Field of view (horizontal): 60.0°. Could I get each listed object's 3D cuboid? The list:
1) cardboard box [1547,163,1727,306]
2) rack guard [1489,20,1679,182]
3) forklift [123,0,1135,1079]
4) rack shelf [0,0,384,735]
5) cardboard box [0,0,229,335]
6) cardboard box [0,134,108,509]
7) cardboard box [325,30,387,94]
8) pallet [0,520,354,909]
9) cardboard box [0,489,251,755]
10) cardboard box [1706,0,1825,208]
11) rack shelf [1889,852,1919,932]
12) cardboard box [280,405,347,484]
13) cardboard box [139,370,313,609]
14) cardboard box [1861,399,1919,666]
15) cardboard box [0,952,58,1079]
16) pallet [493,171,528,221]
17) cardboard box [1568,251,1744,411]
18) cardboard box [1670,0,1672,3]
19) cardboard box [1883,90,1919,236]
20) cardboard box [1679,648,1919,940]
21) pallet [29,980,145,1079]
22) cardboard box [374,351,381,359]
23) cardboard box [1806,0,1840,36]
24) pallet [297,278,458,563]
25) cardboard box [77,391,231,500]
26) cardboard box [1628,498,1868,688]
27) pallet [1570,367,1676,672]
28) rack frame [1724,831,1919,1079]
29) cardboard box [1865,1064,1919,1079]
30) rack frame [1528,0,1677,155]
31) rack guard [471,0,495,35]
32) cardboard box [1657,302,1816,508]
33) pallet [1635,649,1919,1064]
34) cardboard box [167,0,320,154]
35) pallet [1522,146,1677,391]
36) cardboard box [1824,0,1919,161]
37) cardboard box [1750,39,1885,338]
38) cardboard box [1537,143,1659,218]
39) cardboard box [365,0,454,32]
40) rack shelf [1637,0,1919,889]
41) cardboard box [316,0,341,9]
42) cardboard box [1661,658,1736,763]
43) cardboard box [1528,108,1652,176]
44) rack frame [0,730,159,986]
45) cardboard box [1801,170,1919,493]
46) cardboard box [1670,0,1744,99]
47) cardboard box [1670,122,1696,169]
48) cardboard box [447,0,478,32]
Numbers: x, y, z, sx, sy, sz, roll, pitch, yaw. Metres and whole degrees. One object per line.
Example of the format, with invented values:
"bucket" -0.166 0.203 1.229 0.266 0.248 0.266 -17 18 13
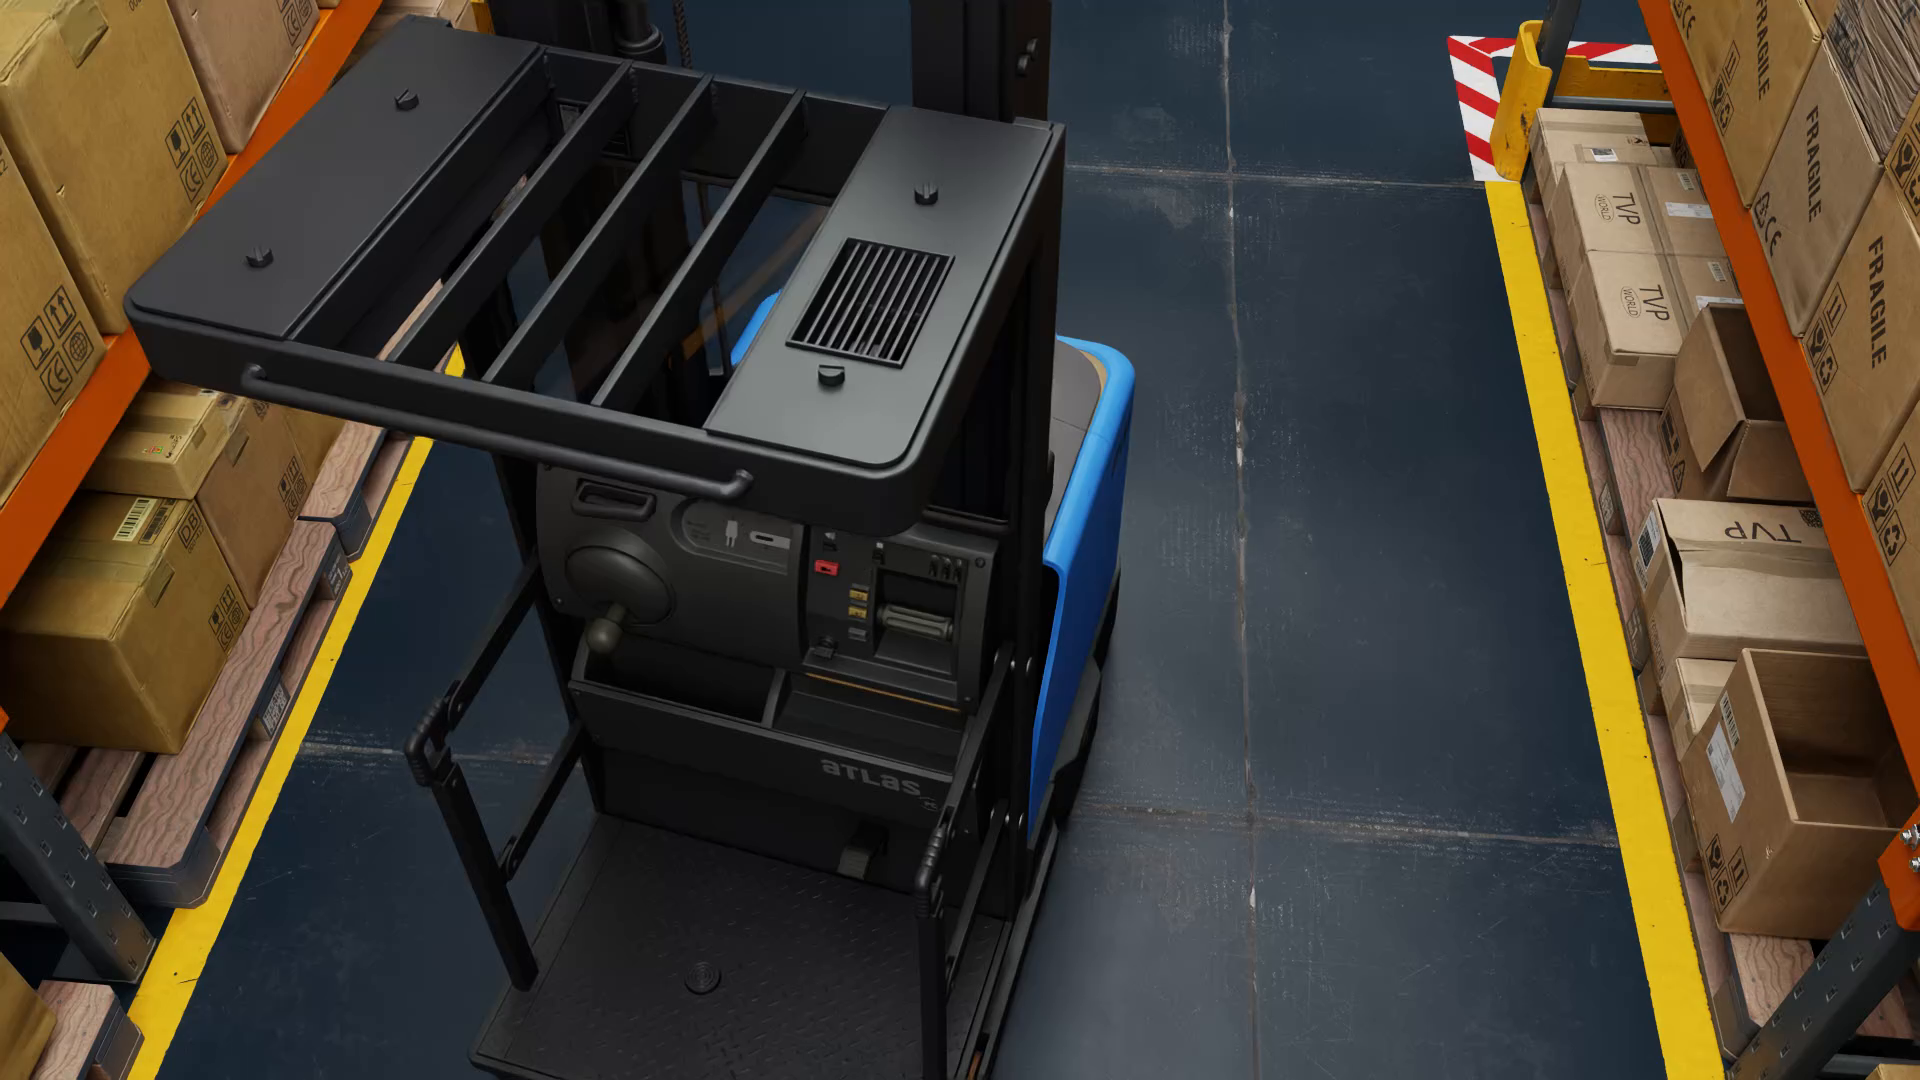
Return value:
"cardboard box" 2.345 -1.043 5.736 0.500 0.250 0.500 4 48 4
"rack guard" 2.716 -1.670 6.439 1.175 0.500 0.348 4 48 4
"forklift" -0.450 0.186 3.093 1.130 2.935 3.031 13 49 11
"rack shelf" -2.393 -1.188 4.791 1.077 0.370 4.000 4 48 4
"cardboard box" -2.438 -0.996 3.925 0.980 0.700 0.700 3 48 3
"cardboard box" -2.510 -0.460 3.434 0.980 0.700 0.700 5 48 4
"cardboard box" -2.028 -1.602 5.652 0.380 0.149 0.250 5 48 5
"pallet" -2.428 0.427 4.717 1.003 0.211 1.213 4 48 4
"cardboard box" -2.405 0.198 4.445 0.700 0.500 0.500 4 48 4
"cardboard box" 2.282 -1.180 4.229 0.500 0.500 0.500 4 48 4
"rack shelf" 2.176 2.082 1.801 1.077 0.370 4.000 4 48 4
"cardboard box" -2.307 -0.548 5.128 0.700 0.500 0.500 5 48 4
"cardboard box" -2.356 -0.171 4.783 0.700 0.500 0.500 3 48 3
"cardboard box" 2.148 -0.049 3.194 0.500 0.500 0.500 5 48 4
"cardboard box" -2.505 1.109 3.375 0.750 0.750 0.750 4 48 4
"pallet" -2.206 -1.366 6.357 1.003 0.211 1.213 4 48 4
"cardboard box" 2.299 -0.675 5.400 0.500 0.250 0.500 4 48 4
"cardboard box" 2.378 -1.916 4.902 0.500 0.500 0.500 3 48 3
"cardboard box" 2.190 -0.767 3.174 0.500 0.500 0.500 3 48 3
"cardboard box" 2.128 0.627 4.040 0.500 0.500 0.500 4 48 4
"pallet" -2.571 1.552 3.687 1.003 0.211 1.213 4 48 4
"cardboard box" -2.266 -0.940 5.486 0.700 0.500 0.500 2 48 2
"cardboard box" 2.284 -1.508 3.851 0.500 0.500 0.500 3 48 3
"pallet" -2.319 -0.472 5.539 1.003 0.211 1.213 4 48 4
"cardboard box" -2.192 -0.260 4.425 0.380 0.149 0.250 5 48 5
"cardboard box" 2.196 0.139 4.614 0.500 0.311 0.500 4 48 4
"pallet" 2.530 -0.093 5.192 1.003 0.211 1.213 4 48 4
"rack frame" 2.358 0.369 2.879 1.000 3.000 0.127 4 48 4
"cardboard box" 2.071 1.404 3.329 0.500 0.500 0.500 2 48 2
"rack frame" 2.723 -2.570 5.568 1.000 3.000 0.127 4 48 4
"rack guard" -2.209 -2.074 6.808 1.175 0.500 0.348 4 48 4
"cardboard box" 2.524 -0.317 4.901 0.797 0.503 0.637 4 48 4
"pallet" 2.422 0.806 4.370 1.003 0.211 1.213 4 48 4
"cardboard box" -2.381 -1.531 4.414 0.980 0.700 0.700 2 48 2
"pallet" 2.644 -0.987 6.010 1.003 0.211 1.213 4 48 4
"cardboard box" 2.236 -1.138 3.512 0.500 0.500 0.500 4 48 4
"cardboard box" 2.238 -0.806 3.886 0.500 0.500 0.500 5 48 4
"cardboard box" 2.319 -1.294 6.023 0.380 0.166 0.250 4 48 4
"cardboard box" -2.005 -1.790 5.824 0.380 0.149 0.250 3 48 3
"rack shelf" 2.540 -0.858 4.489 1.077 0.370 4.000 4 48 4
"cardboard box" -2.302 -2.091 4.926 0.980 0.700 0.700 4 48 3
"cardboard box" 2.102 0.466 4.425 0.380 0.149 0.250 4 48 4
"cardboard box" 2.342 -1.472 6.197 0.380 0.149 0.250 4 48 4
"rack frame" -2.575 0.039 3.182 1.000 3.000 0.127 4 48 4
"cardboard box" 2.194 -0.428 3.541 0.500 0.500 0.500 5 48 5
"cardboard box" 2.329 -1.547 4.565 0.500 0.500 0.500 4 48 3
"cardboard box" 2.918 -1.459 5.947 0.500 0.500 0.500 4 48 4
"cardboard box" -2.175 -1.677 6.161 0.700 0.500 0.500 4 48 4
